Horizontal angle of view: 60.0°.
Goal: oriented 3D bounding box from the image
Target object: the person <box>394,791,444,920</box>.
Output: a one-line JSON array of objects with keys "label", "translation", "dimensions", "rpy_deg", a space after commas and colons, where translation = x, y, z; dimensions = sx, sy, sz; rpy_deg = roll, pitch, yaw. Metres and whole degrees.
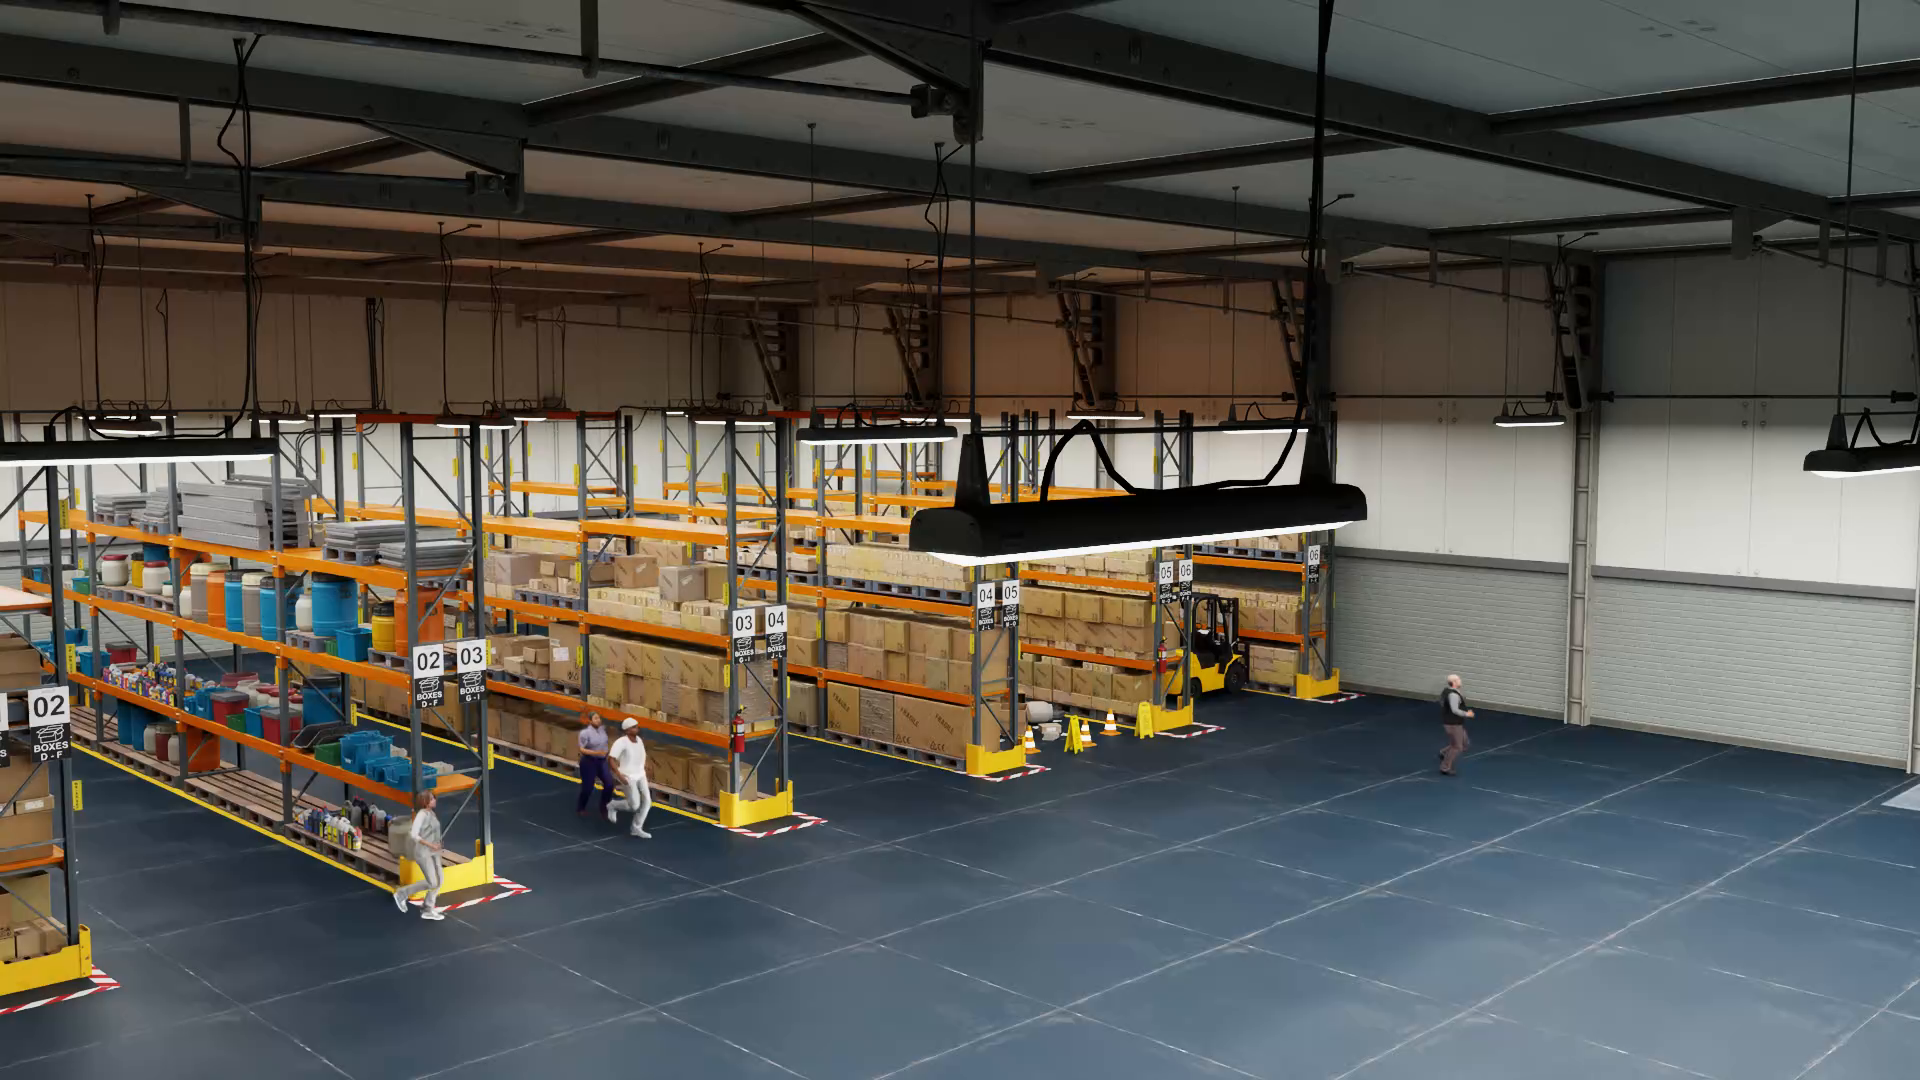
[{"label": "person", "translation": [-6.534, 3.815, 20.168], "dimensions": [0.596, 1.562, 0.558], "rpy_deg": [0, 5, 0]}]

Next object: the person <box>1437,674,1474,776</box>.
[{"label": "person", "translation": [8.277, 3.078, 27.735], "dimensions": [0.555, 1.691, 0.708], "rpy_deg": [1, 5, 8]}]

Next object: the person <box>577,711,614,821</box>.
[{"label": "person", "translation": [-5.427, 3.385, 24.766], "dimensions": [0.715, 1.713, 0.617], "rpy_deg": [4, 7, 42]}]

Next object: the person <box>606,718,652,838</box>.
[{"label": "person", "translation": [-4.756, 3.409, 23.931], "dimensions": [0.665, 1.722, 0.727], "rpy_deg": [3, 6, 30]}]
